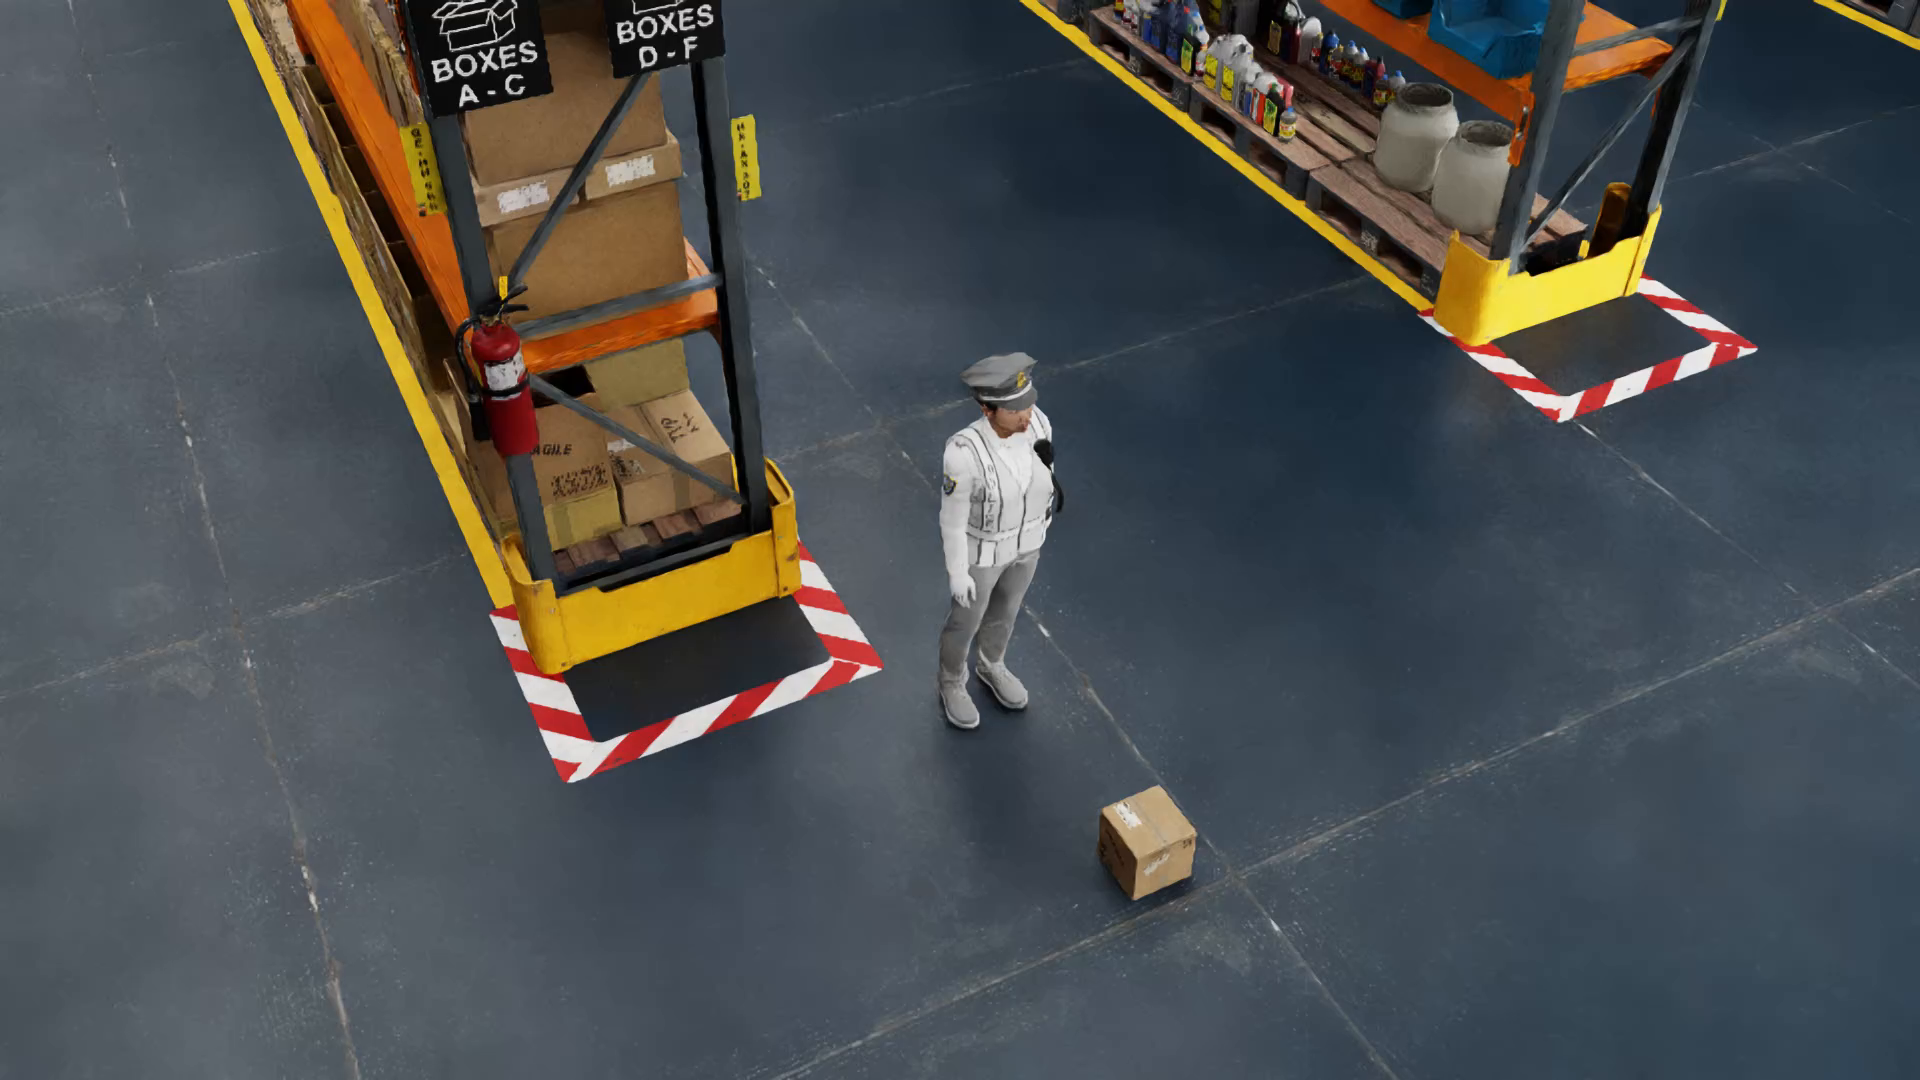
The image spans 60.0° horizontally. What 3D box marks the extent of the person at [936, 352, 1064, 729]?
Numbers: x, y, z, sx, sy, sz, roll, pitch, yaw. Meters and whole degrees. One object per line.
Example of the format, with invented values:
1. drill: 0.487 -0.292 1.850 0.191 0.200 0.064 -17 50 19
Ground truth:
1. person: 0.139 0.008 6.110 0.494 1.684 0.386 -24 47 -25
